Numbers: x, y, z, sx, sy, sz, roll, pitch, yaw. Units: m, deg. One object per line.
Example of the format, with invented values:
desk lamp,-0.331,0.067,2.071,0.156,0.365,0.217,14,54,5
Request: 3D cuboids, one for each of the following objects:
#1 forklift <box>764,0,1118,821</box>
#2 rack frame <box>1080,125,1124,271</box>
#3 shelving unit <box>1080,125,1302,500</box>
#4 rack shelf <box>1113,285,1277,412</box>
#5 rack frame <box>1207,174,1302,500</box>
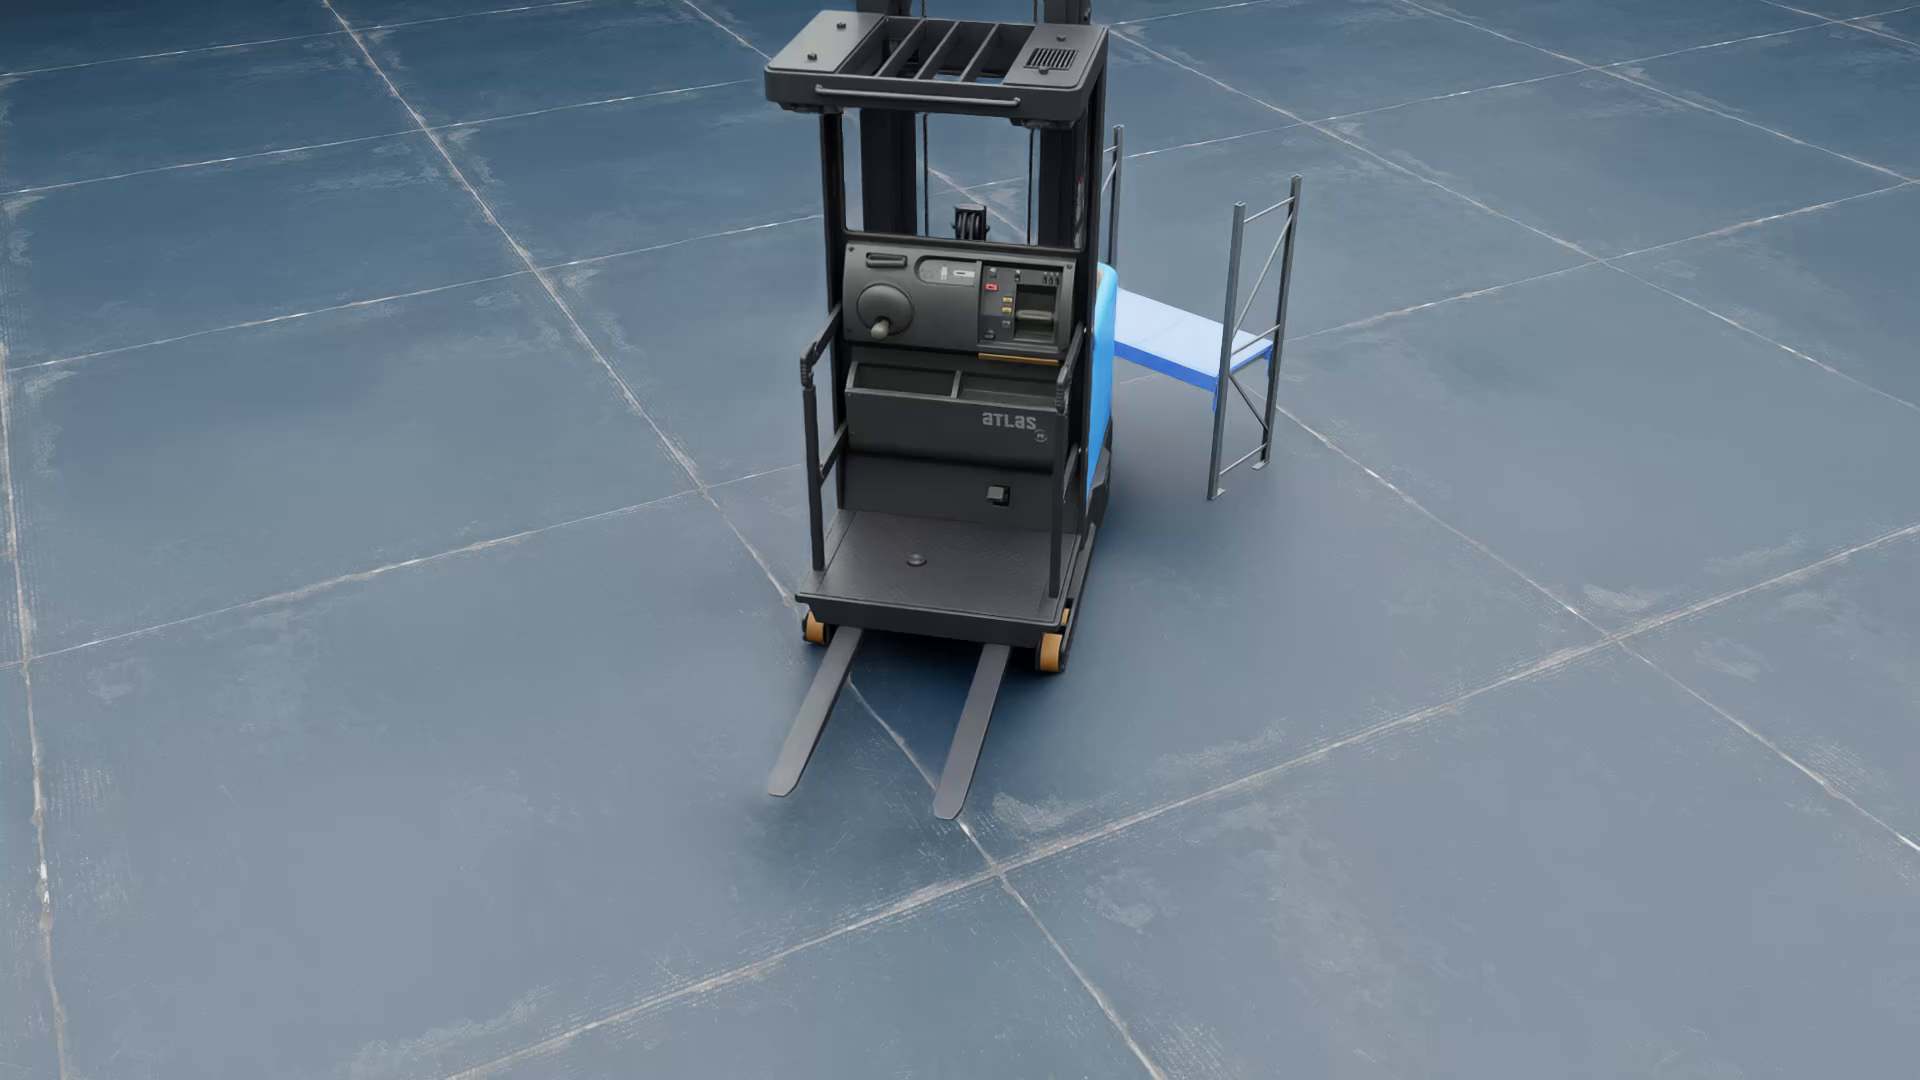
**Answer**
forklift,-0.050,-0.904,6.444,1.130,2.935,3.031,6,33,10
rack frame,0.624,-1.297,8.384,0.032,1.500,0.500,26,41,34
shelving unit,1.000,-1.113,8.096,1.048,1.500,0.538,26,41,34
rack shelf,1.000,-0.961,8.193,1.000,0.185,0.538,26,41,34
rack frame,1.377,-0.928,7.809,0.032,1.500,0.500,26,41,34
